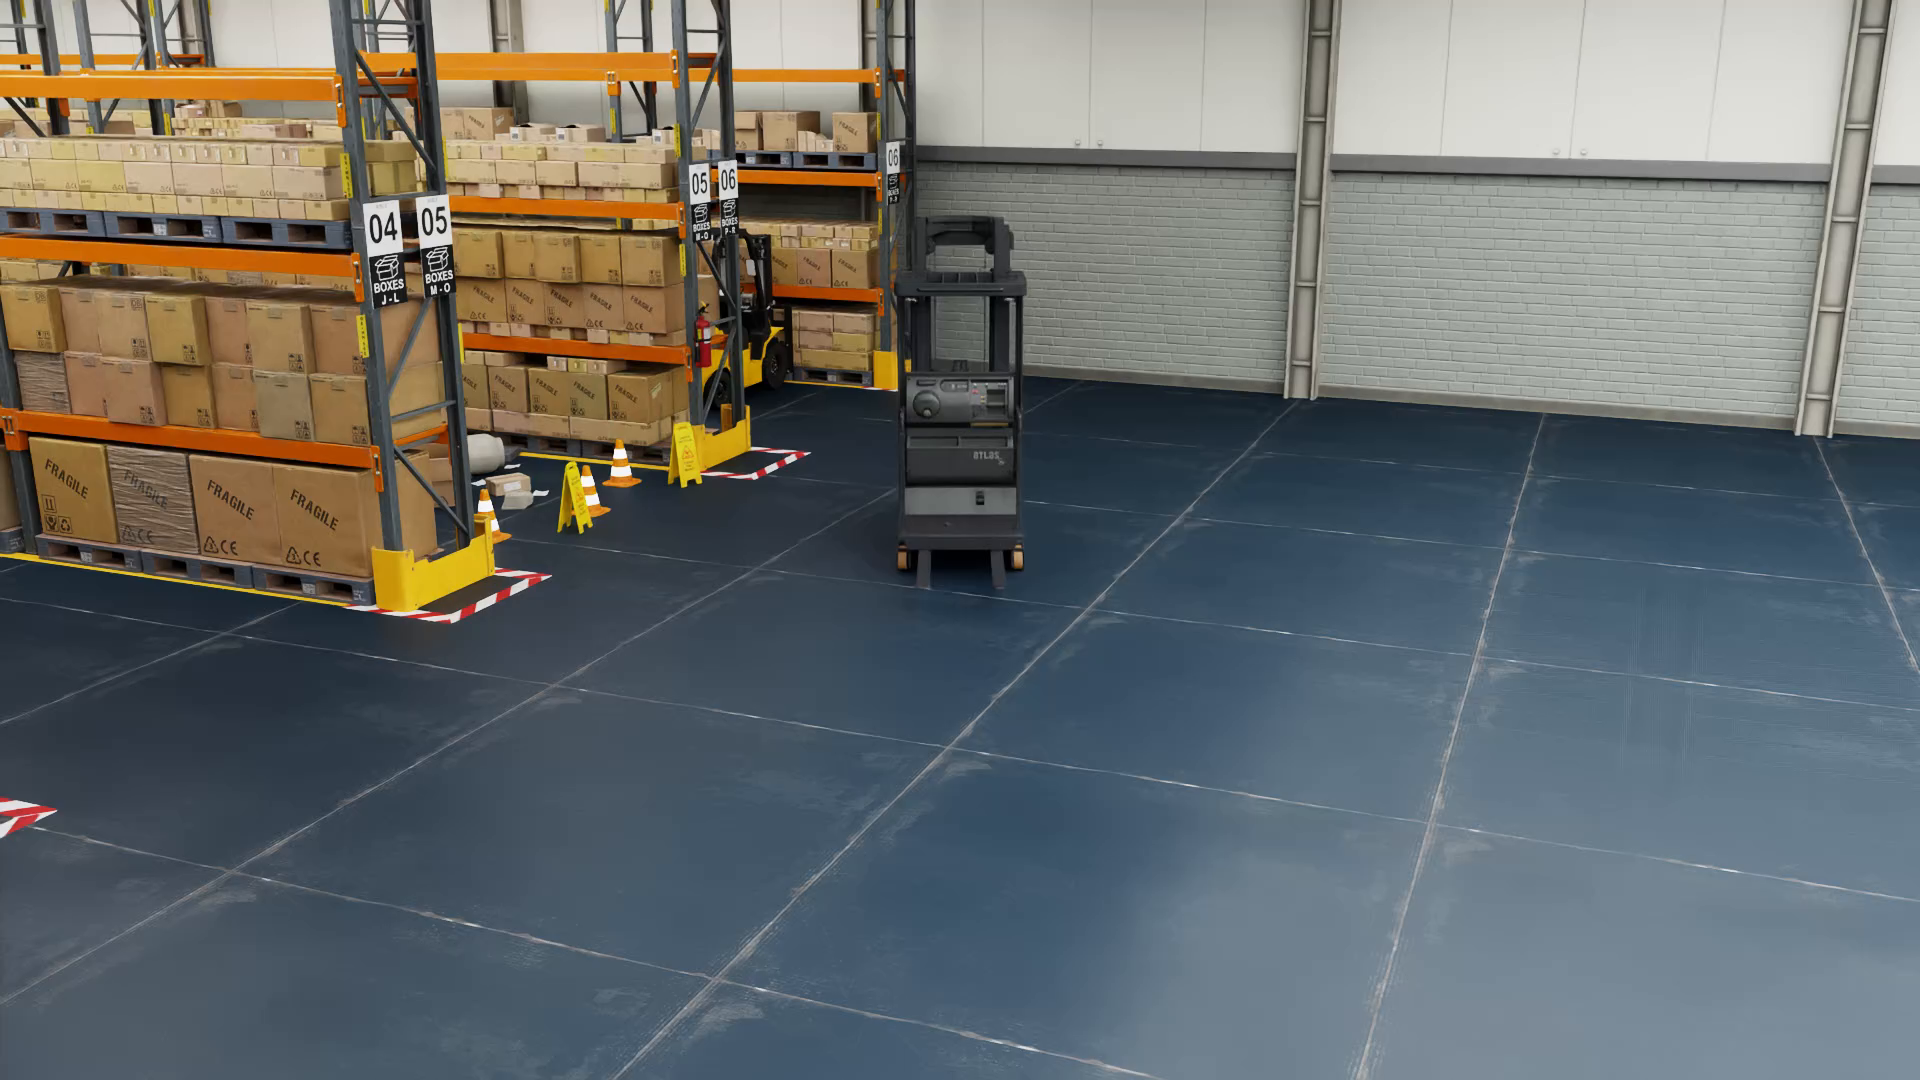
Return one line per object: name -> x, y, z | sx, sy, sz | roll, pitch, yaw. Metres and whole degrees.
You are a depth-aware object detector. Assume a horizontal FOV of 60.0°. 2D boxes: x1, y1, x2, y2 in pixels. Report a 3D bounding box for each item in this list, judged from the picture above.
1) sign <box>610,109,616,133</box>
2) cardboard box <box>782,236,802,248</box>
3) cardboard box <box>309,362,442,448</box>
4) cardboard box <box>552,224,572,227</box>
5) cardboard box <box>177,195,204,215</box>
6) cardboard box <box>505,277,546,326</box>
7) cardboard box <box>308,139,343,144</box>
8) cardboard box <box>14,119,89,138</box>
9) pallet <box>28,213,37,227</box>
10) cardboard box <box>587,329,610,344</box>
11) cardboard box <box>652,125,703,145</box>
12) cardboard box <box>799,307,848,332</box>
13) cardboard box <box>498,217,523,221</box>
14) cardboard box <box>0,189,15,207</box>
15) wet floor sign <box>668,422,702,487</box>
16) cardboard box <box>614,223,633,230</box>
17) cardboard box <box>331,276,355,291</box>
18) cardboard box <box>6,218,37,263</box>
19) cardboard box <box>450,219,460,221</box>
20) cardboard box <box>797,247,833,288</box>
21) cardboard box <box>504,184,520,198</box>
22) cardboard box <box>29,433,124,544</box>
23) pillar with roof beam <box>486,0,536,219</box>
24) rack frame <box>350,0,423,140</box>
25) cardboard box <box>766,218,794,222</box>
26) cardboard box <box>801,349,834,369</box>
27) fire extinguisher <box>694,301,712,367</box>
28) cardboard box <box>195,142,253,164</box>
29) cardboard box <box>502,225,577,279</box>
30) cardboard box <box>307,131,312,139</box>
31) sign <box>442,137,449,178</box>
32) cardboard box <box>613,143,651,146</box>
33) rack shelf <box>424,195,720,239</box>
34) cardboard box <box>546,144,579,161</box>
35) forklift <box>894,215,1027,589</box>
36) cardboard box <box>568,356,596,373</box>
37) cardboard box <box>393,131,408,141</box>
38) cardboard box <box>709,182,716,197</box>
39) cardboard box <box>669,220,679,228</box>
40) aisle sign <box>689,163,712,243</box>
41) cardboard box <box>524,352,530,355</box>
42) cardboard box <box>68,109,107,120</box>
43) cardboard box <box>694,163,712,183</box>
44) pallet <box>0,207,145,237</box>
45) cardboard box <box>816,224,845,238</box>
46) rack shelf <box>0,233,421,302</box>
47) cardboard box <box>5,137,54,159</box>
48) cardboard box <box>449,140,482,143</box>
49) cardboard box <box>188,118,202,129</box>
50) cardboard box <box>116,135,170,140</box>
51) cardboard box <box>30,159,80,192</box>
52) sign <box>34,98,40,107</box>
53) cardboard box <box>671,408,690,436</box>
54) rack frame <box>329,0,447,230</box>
sign -> -4.735, -5.720, 22.700 | 0.005, 0.325, 0.100 | 6, 17, 21
cardboard box -> -2.209, -4.039, 22.440 | 0.250, 0.149, 0.380 | 6, 17, 19
cardboard box -> -4.725, -1.129, 13.489 | 0.550, 0.550, 0.875 | 6, 17, 21
cardboard box -> -5.692, -4.411, 23.722 | 0.250, 0.149, 0.380 | 6, 17, 19
cardboard box -> -5.979, -2.676, 13.226 | 0.250, 0.149, 0.380 | 6, 17, 21
cardboard box -> -4.640, -2.661, 18.322 | 0.500, 0.500, 0.500 | 6, 17, 21
cardboard box -> -5.028, -3.152, 13.434 | 0.250, 0.149, 0.380 | 6, 17, 20
cardboard box -> -11.074, -4.885, 20.385 | 0.500, 0.500, 0.700 | 5, 17, 18
pallet -> -8.955, -2.869, 14.716 | 1.217, 0.209, 0.805 | 6, 17, 18
cardboard box -> -3.825, -2.234, 18.016 | 0.250, 0.149, 0.380 | 7, 17, 22
cardboard box -> -3.860, -5.521, 22.733 | 0.500, 0.311, 0.500 | 7, 17, 22
cardboard box -> -1.843, -2.991, 22.557 | 0.500, 0.250, 0.500 | 7, 17, 22
cardboard box -> -6.654, -4.712, 24.757 | 0.250, 0.149, 0.380 | 6, 17, 20
cardboard box -> -7.871, -2.884, 13.941 | 0.250, 0.149, 0.380 | 6, 17, 20
wet floor sign -> -2.857, -0.897, 17.183 | 0.232, 0.644, 0.267 | 14, 21, 40
cardboard box -> -4.793, -4.473, 23.934 | 0.250, 0.149, 0.380 | 6, 17, 19
cardboard box -> -6.876, -3.114, 19.131 | 0.500, 0.500, 0.500 | 6, 17, 20
cardboard box -> -11.600, -3.759, 20.846 | 0.500, 0.500, 0.500 | 6, 17, 21
cardboard box -> -7.580, -4.635, 24.492 | 0.250, 0.149, 0.380 | 7, 18, 22
cardboard box -> -1.857, -3.698, 22.429 | 0.500, 0.500, 0.500 | 7, 18, 22
cardboard box -> -4.726, -3.800, 18.030 | 0.250, 0.149, 0.380 | 6, 17, 21
cardboard box -> -7.525, -0.539, 14.783 | 0.875, 0.875, 0.875 | 7, 17, 21
pillar with roof beam -> -8.302, -6.296, 20.795 | 0.400, 9.000, 9.100 | 6, 17, 21
rack frame -> -6.362, -5.615, 18.450 | 0.127, 3.000, 1.000 | 6, 17, 21
cardboard box -> -2.486, -4.370, 23.047 | 0.250, 0.149, 0.380 | 6, 17, 21
cardboard box -> -1.836, -2.513, 22.705 | 0.500, 0.250, 0.500 | 6, 17, 21
fire extinguisher -> -2.704, -2.156, 17.436 | 0.183, 0.674, 0.296 | 6, 17, 21
cardboard box -> -5.745, -3.034, 13.027 | 0.250, 0.149, 0.380 | 6, 17, 21
cardboard box -> -4.590, -3.158, 18.240 | 0.500, 0.500, 0.700 | 6, 17, 20
cardboard box -> -9.614, -6.082, 24.994 | 0.250, 0.149, 0.380 | 6, 17, 21
sign -> -4.154, -3.072, 13.362 | 0.005, 0.325, 0.100 | 6, 17, 21
cardboard box -> -3.553, -4.225, 18.063 | 0.250, 0.149, 0.380 | 6, 17, 20
rack shelf -> -4.502, -3.624, 18.264 | 4.000, 0.370, 1.077 | 6, 17, 21
cardboard box -> -4.210, -4.143, 17.781 | 0.250, 0.149, 0.380 | 6, 17, 19
forklift -> 0.003, -1.233, 14.240 | 1.130, 2.935, 3.031 | 0, 16, 0
cardboard box -> -4.081, -1.939, 18.217 | 0.250, 0.149, 0.380 | 7, 17, 22
cardboard box -> -8.053, -5.894, 24.280 | 0.250, 0.166, 0.380 | 6, 17, 21
cardboard box -> -2.831, -3.763, 17.901 | 0.250, 0.149, 0.380 | 6, 17, 21
cardboard box -> -3.840, -4.387, 23.106 | 0.250, 0.149, 0.380 | 6, 17, 20
aisle sign -> -2.690, -3.492, 17.234 | 0.004, 0.787, 0.394 | 6, 17, 21
cardboard box -> -5.240, -1.933, 19.361 | 0.500, 0.500, 0.500 | 7, 17, 22
cardboard box -> -13.970, -6.736, 26.530 | 0.500, 0.250, 0.500 | 7, 18, 22
cardboard box -> -3.011, -3.957, 17.854 | 0.500, 0.250, 0.500 | 6, 17, 20
pallet -> -7.327, -2.751, 14.126 | 1.213, 0.211, 1.003 | 6, 17, 21
cardboard box -> -1.728, -4.134, 22.232 | 0.250, 0.149, 0.380 | 7, 17, 22
rack shelf -> -6.224, -2.330, 13.806 | 4.000, 0.370, 1.077 | 6, 17, 21
cardboard box -> -7.633, -3.241, 13.741 | 0.250, 0.149, 0.380 | 6, 17, 20
cardboard box -> -5.508, -4.404, 18.681 | 0.250, 0.149, 0.380 | 7, 17, 22
cardboard box -> -11.595, -6.399, 25.517 | 0.250, 0.149, 0.380 | 7, 17, 22
cardboard box -> -6.927, -3.360, 14.152 | 0.250, 0.149, 0.380 | 7, 17, 22
cardboard box -> -7.262, -3.027, 13.719 | 0.500, 0.250, 0.500 | 6, 17, 20
sign -> -15.485, -7.257, 27.898 | 0.005, 0.325, 0.100 | 6, 17, 21
cardboard box -> -3.290, -1.360, 18.733 | 0.500, 0.250, 0.500 | 6, 17, 20
rack frame -> -4.364, -3.912, 12.583 | 0.127, 3.000, 1.000 | 6, 17, 21
